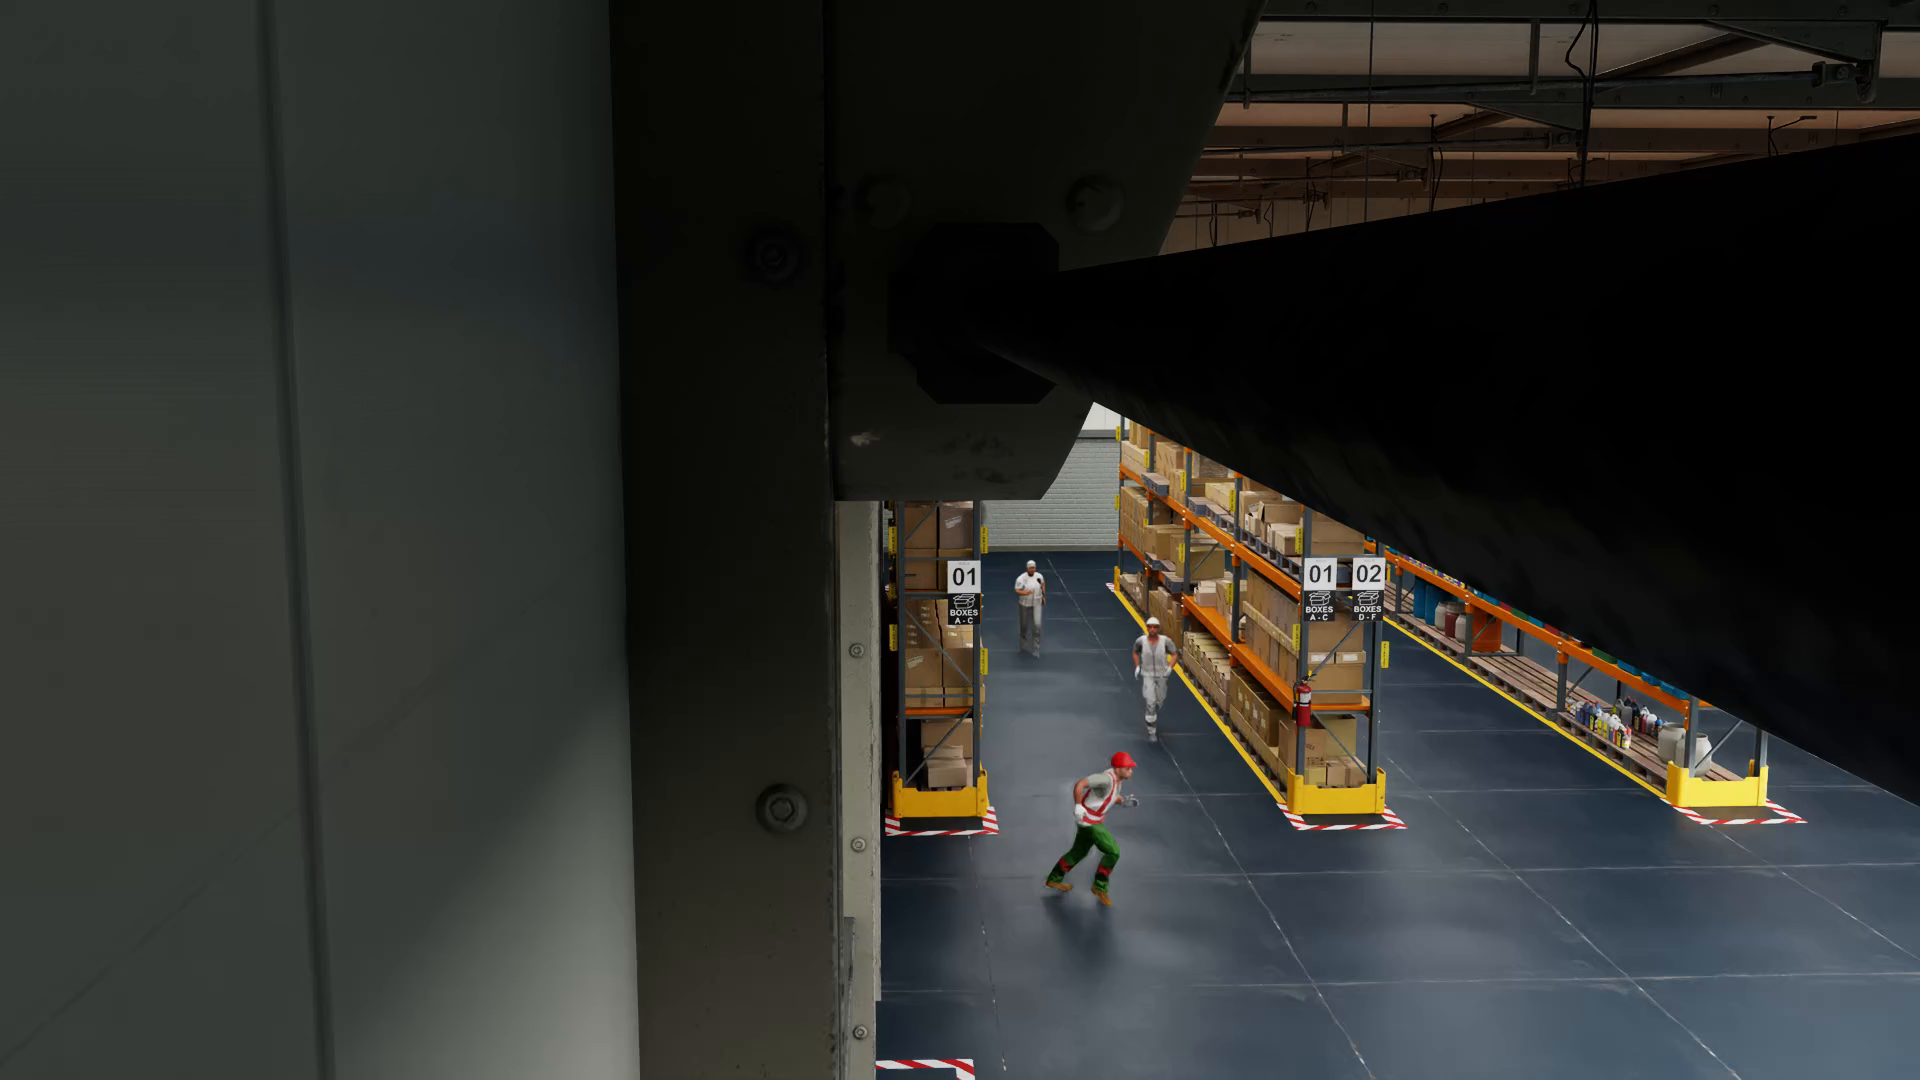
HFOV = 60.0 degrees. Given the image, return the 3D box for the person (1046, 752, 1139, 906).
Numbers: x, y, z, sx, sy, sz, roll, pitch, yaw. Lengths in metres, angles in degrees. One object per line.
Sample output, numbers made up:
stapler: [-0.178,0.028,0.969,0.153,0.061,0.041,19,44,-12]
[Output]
person: [1.369,3.029,17.497,1.003,1.702,0.707,3,9,23]

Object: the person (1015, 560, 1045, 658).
person: [1.261,1.200,29.942,0.583,1.712,0.853,-1,8,-6]

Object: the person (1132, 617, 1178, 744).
person: [2.833,1.988,24.181,0.650,1.802,0.823,0,8,3]
